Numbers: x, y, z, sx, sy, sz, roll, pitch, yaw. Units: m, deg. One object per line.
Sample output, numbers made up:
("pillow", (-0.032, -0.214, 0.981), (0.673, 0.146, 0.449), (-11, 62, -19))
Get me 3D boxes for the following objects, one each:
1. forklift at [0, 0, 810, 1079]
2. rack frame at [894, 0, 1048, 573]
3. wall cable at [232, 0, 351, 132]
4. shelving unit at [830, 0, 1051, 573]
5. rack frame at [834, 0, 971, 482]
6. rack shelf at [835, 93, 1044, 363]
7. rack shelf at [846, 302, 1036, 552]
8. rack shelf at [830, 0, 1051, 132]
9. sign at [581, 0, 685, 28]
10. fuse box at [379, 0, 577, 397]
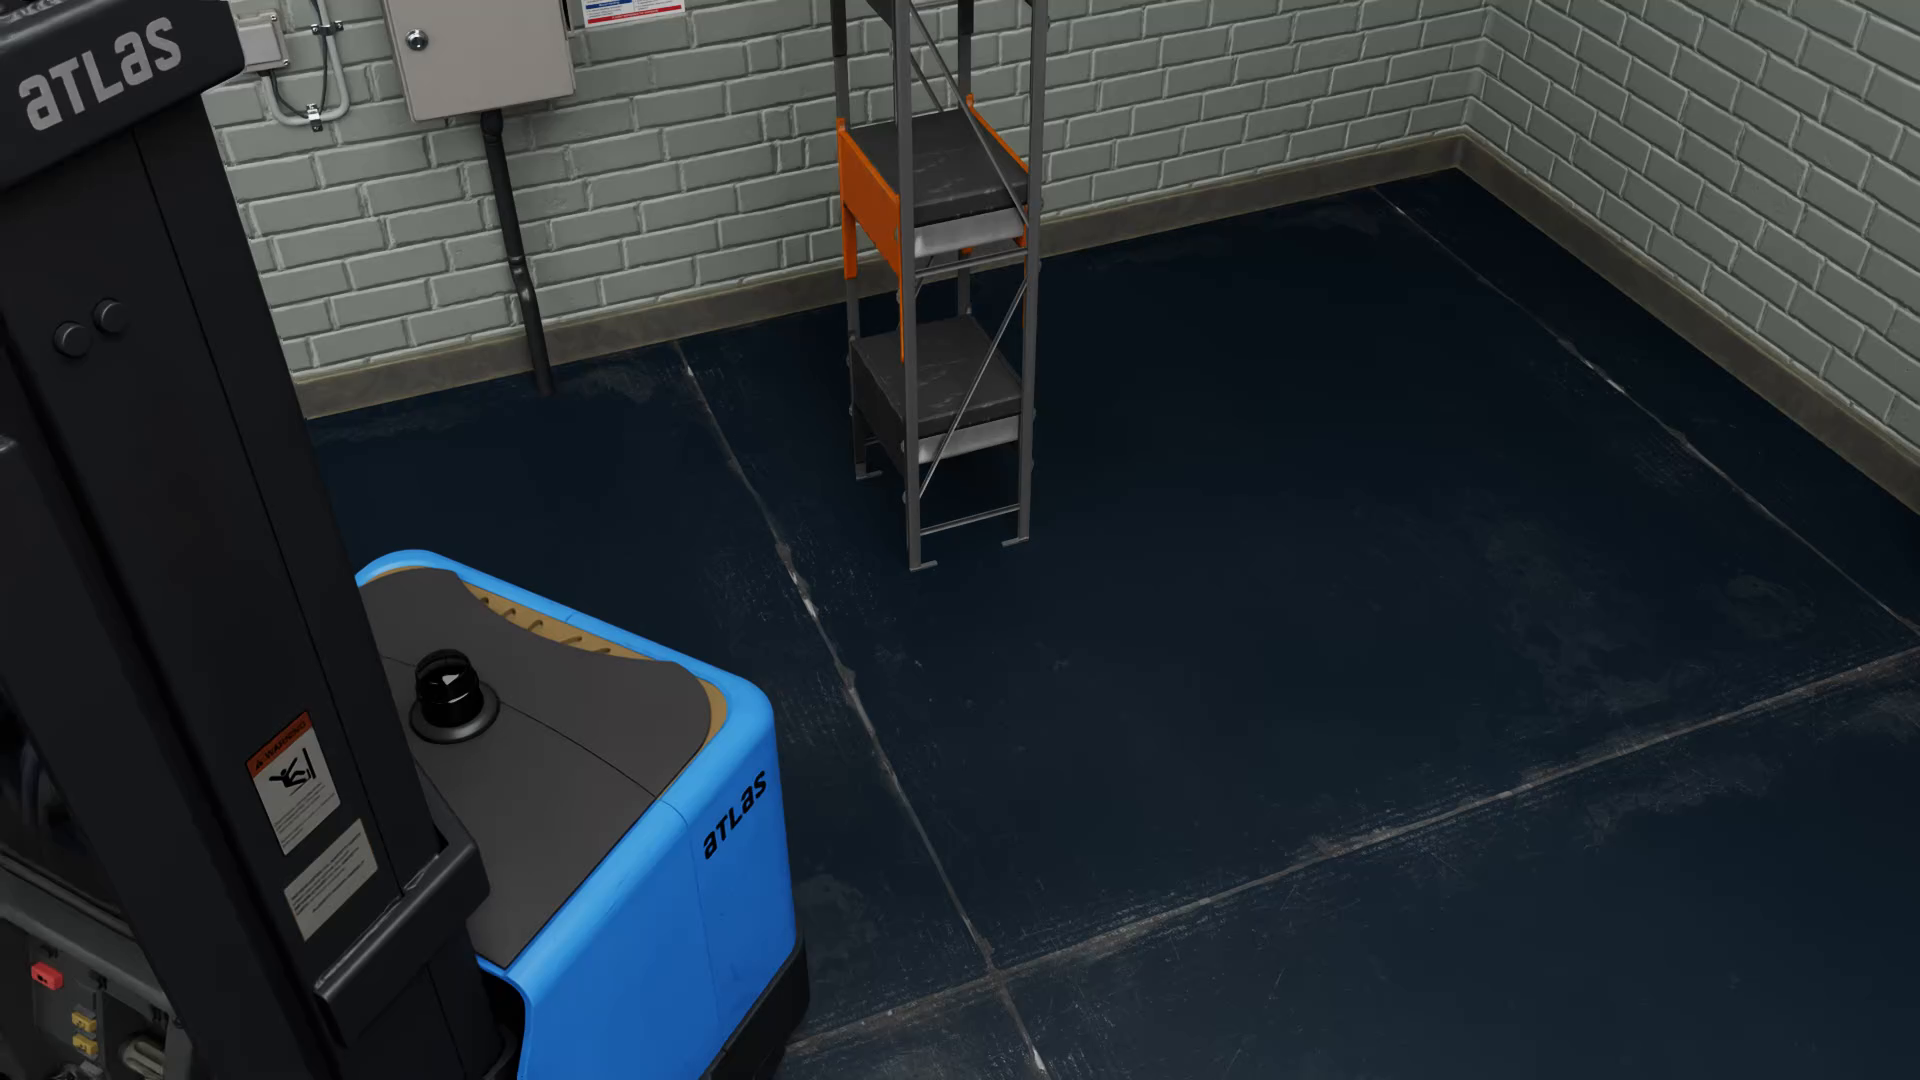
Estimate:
("forklift", (-1.494, 0.695, 2.194), (1.130, 2.935, 3.031), (19, 44, 21))
("rack frame", (0.030, -0.749, 4.510), (0.400, 2.100, 0.015), (-15, 43, -17))
("wall cable", (-2.111, -1.958, 4.447), (0.588, 1.984, 0.122), (-15, 43, -17))
("shelving unit", (-0.063, -0.896, 4.681), (0.431, 2.100, 0.503), (-15, 43, -17))
("rack frame", (-0.157, -1.043, 4.852), (0.400, 2.100, 0.015), (-15, 43, -17))
("rack shelf", (-0.063, -0.885, 4.690), (0.431, 0.518, 0.480), (-15, 43, -17))
("rack shelf", (-0.063, -0.355, 5.147), (0.431, 0.518, 0.480), (-15, 43, -17))
("rack shelf", (-0.063, -1.416, 4.234), (0.431, 0.518, 0.480), (-15, 43, -17))
("sign", (-1.043, -1.860, 5.185), (0.329, 0.494, 0.001), (-15, 43, -17))
("fuse box", (-1.420, -1.160, 5.286), (0.539, 1.711, 0.414), (-15, 43, -17))
